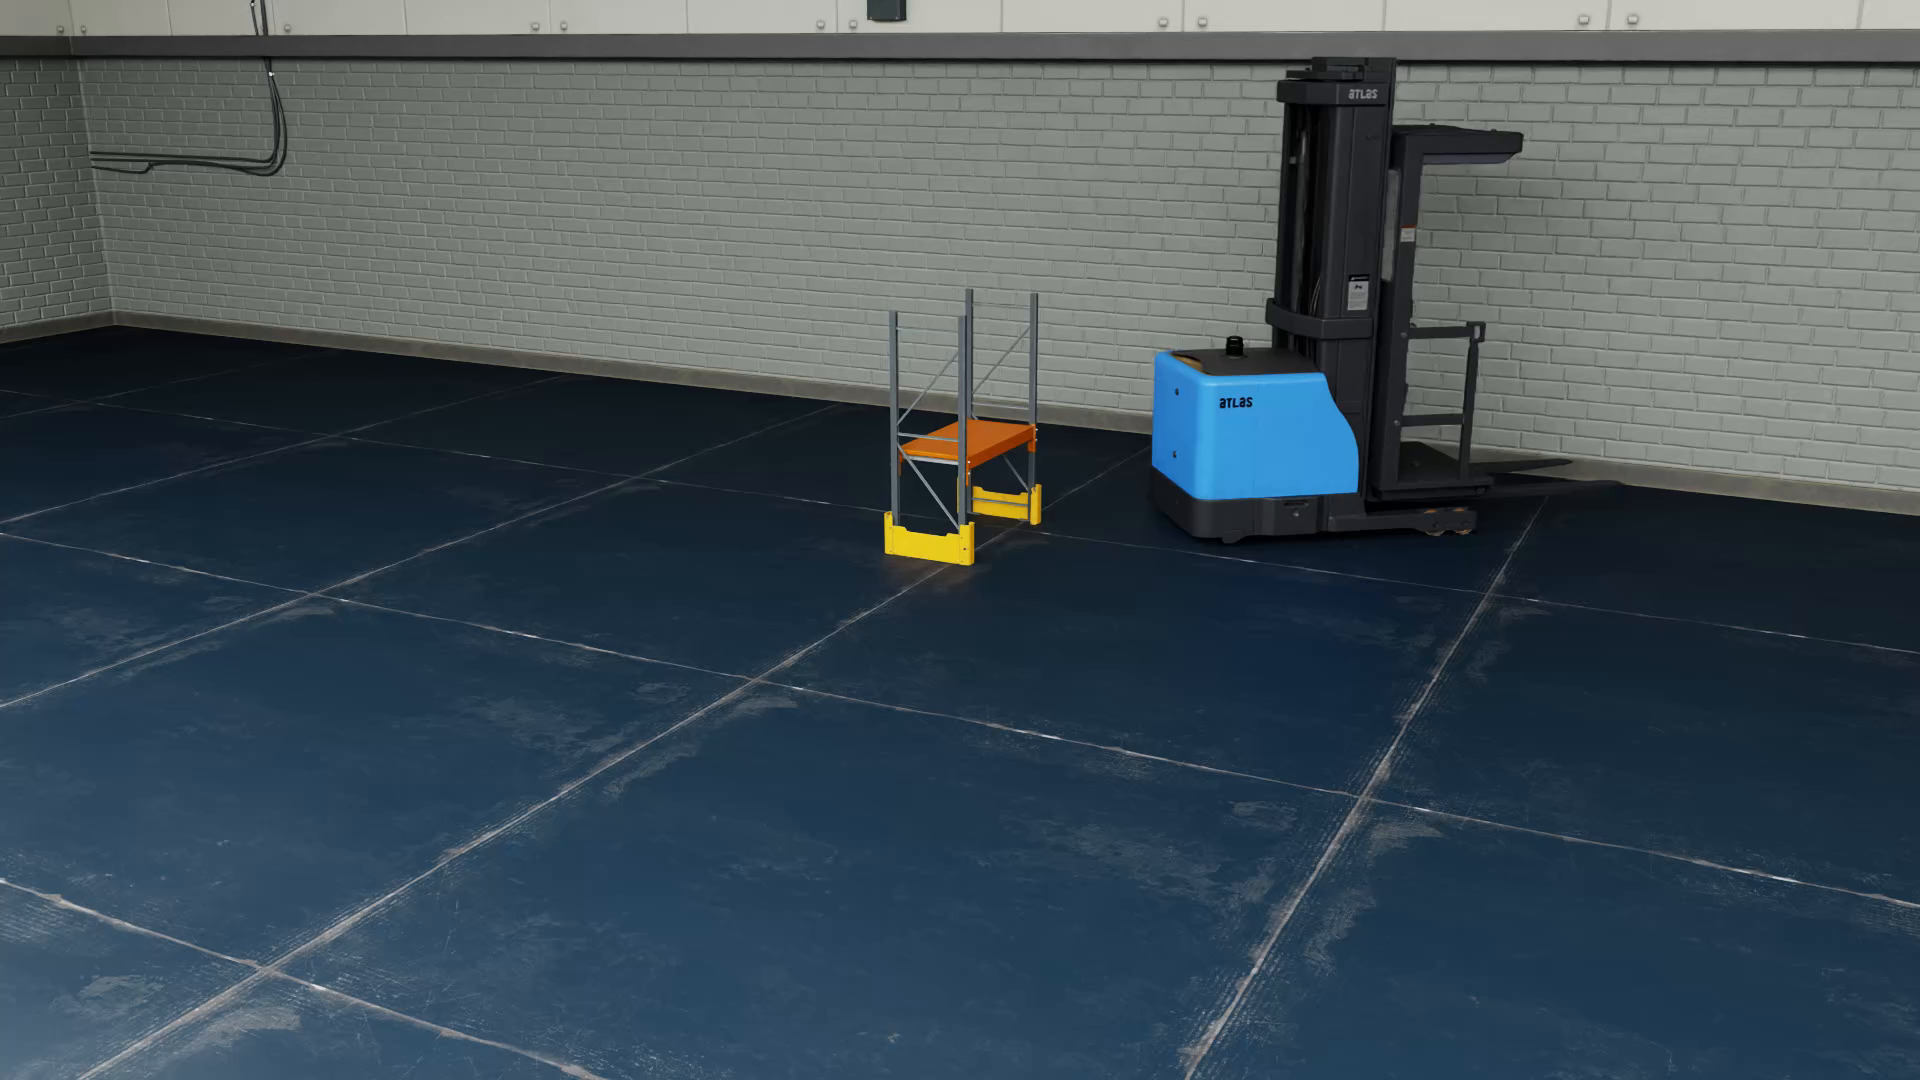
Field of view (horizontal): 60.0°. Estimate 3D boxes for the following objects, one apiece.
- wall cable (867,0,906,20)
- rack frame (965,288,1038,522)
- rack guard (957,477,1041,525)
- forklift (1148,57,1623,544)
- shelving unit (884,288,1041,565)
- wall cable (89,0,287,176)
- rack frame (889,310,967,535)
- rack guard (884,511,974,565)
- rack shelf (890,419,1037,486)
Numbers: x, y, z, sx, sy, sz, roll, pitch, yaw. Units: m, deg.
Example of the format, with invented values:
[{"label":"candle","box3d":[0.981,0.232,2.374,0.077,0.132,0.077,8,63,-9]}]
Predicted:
[{"label":"wall cable","box3d":[0.295,-6.955,12.164,2.305,6.003,0.169,8,18,25]},{"label":"rack frame","box3d":[0.265,-0.870,10.820,0.500,1.500,0.032,8,18,25]},{"label":"rack guard","box3d":[0.257,-0.266,10.981,0.587,0.250,0.087,8,18,25]},{"label":"forklift","box3d":[2.837,-1.573,10.672,3.031,2.935,1.130,-3,17,-11]},{"label":"shelving unit","box3d":[0.034,-0.738,10.376,0.587,1.500,1.083,8,18,25]},{"label":"wall cable","box3d":[-8.191,-5.048,17.171,3.097,2.526,0.112,8,18,25]},{"label":"rack frame","box3d":[-0.189,-0.611,9.948,0.500,1.500,0.032,8,18,25]},{"label":"rack guard","box3d":[-0.188,-0.012,10.127,0.587,0.250,0.087,8,18,25]},{"label":"rack shelf","box3d":[0.038,-0.568,10.435,0.538,0.185,1.000,8,18,25]}]
